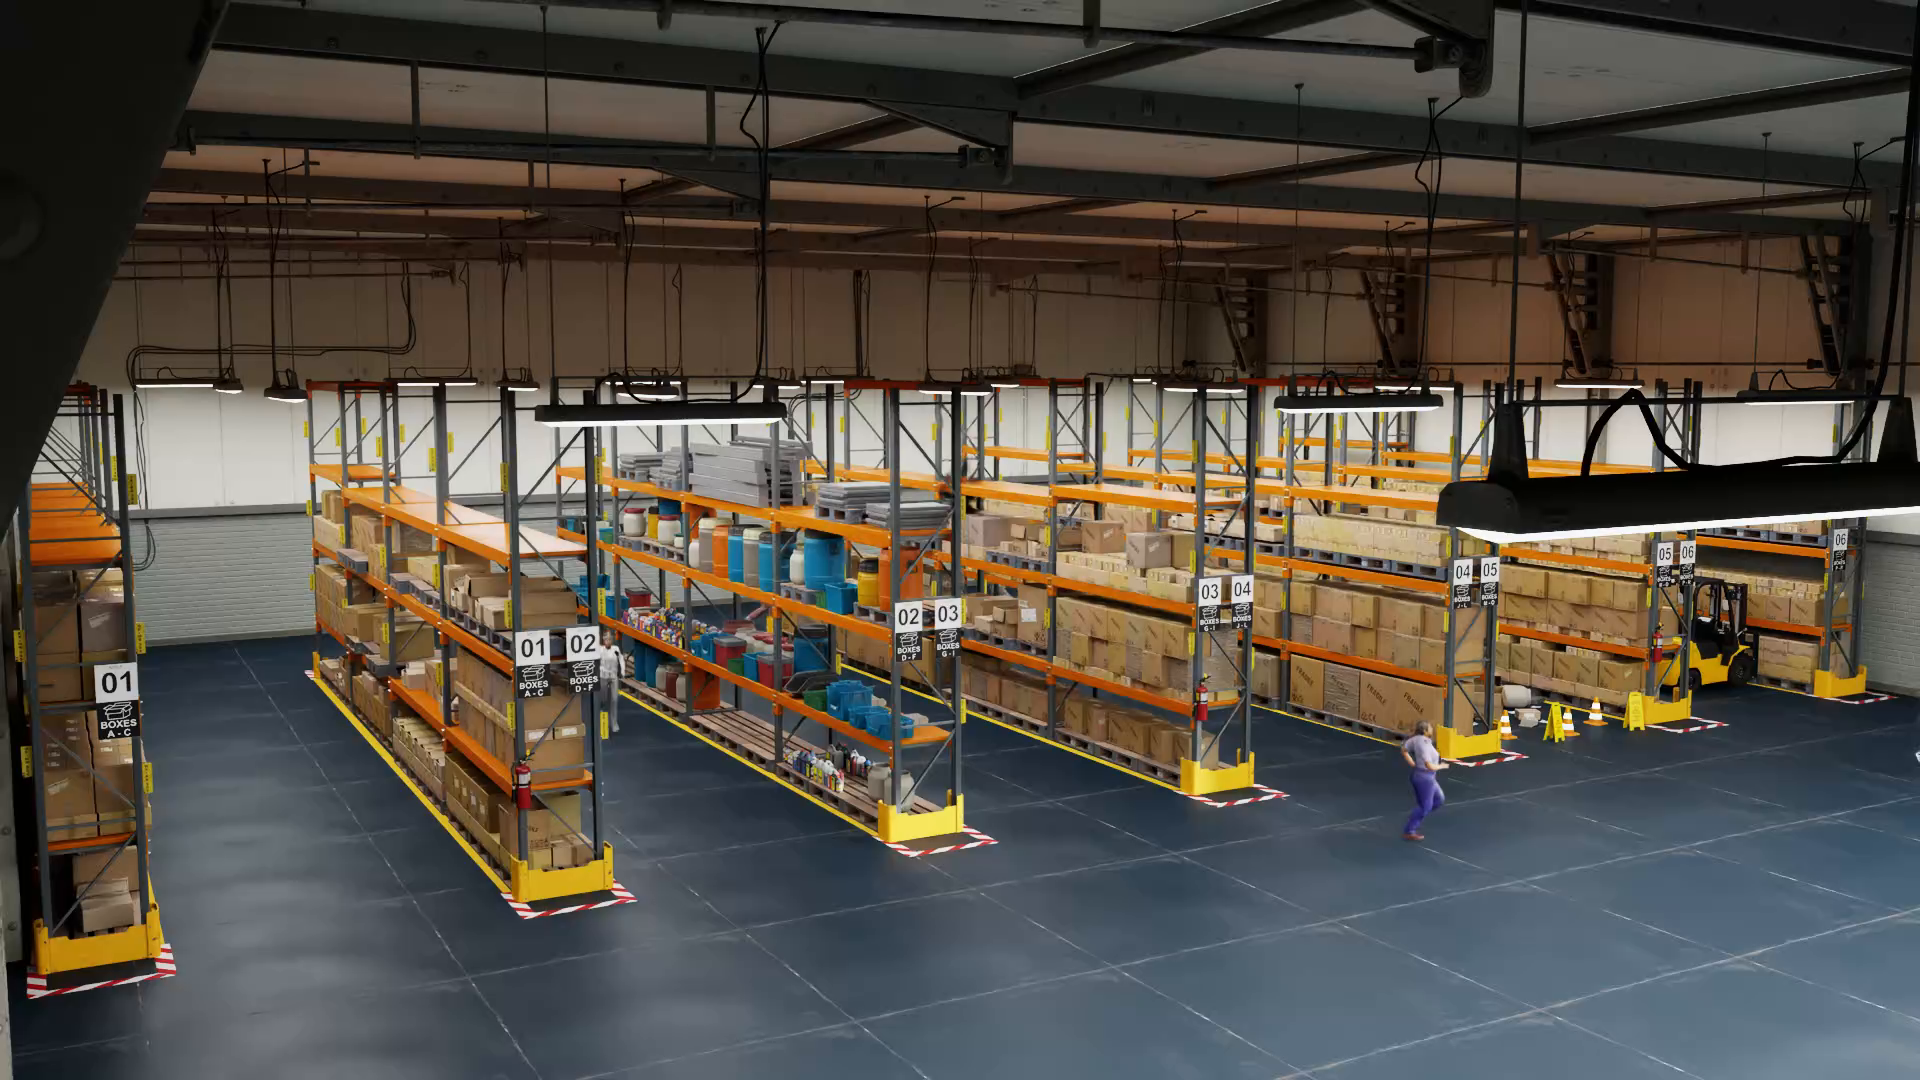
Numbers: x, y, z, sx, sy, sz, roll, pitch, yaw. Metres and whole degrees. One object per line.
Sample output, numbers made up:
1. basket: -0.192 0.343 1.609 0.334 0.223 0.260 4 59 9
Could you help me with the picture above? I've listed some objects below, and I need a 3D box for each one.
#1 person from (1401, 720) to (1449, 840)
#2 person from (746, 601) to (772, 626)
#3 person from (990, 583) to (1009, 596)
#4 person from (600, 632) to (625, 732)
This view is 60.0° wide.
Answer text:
1. person: 6.182 3.178 22.073 0.601 1.609 0.581 0 6 3
2. person: -4.667 1.304 39.532 0.881 1.676 0.565 -1 6 -9
3. person: 1.036 0.921 42.612 0.818 1.806 0.667 -3 7 -23
4. person: -6.108 2.423 28.865 0.634 1.723 0.826 -3 7 -27
